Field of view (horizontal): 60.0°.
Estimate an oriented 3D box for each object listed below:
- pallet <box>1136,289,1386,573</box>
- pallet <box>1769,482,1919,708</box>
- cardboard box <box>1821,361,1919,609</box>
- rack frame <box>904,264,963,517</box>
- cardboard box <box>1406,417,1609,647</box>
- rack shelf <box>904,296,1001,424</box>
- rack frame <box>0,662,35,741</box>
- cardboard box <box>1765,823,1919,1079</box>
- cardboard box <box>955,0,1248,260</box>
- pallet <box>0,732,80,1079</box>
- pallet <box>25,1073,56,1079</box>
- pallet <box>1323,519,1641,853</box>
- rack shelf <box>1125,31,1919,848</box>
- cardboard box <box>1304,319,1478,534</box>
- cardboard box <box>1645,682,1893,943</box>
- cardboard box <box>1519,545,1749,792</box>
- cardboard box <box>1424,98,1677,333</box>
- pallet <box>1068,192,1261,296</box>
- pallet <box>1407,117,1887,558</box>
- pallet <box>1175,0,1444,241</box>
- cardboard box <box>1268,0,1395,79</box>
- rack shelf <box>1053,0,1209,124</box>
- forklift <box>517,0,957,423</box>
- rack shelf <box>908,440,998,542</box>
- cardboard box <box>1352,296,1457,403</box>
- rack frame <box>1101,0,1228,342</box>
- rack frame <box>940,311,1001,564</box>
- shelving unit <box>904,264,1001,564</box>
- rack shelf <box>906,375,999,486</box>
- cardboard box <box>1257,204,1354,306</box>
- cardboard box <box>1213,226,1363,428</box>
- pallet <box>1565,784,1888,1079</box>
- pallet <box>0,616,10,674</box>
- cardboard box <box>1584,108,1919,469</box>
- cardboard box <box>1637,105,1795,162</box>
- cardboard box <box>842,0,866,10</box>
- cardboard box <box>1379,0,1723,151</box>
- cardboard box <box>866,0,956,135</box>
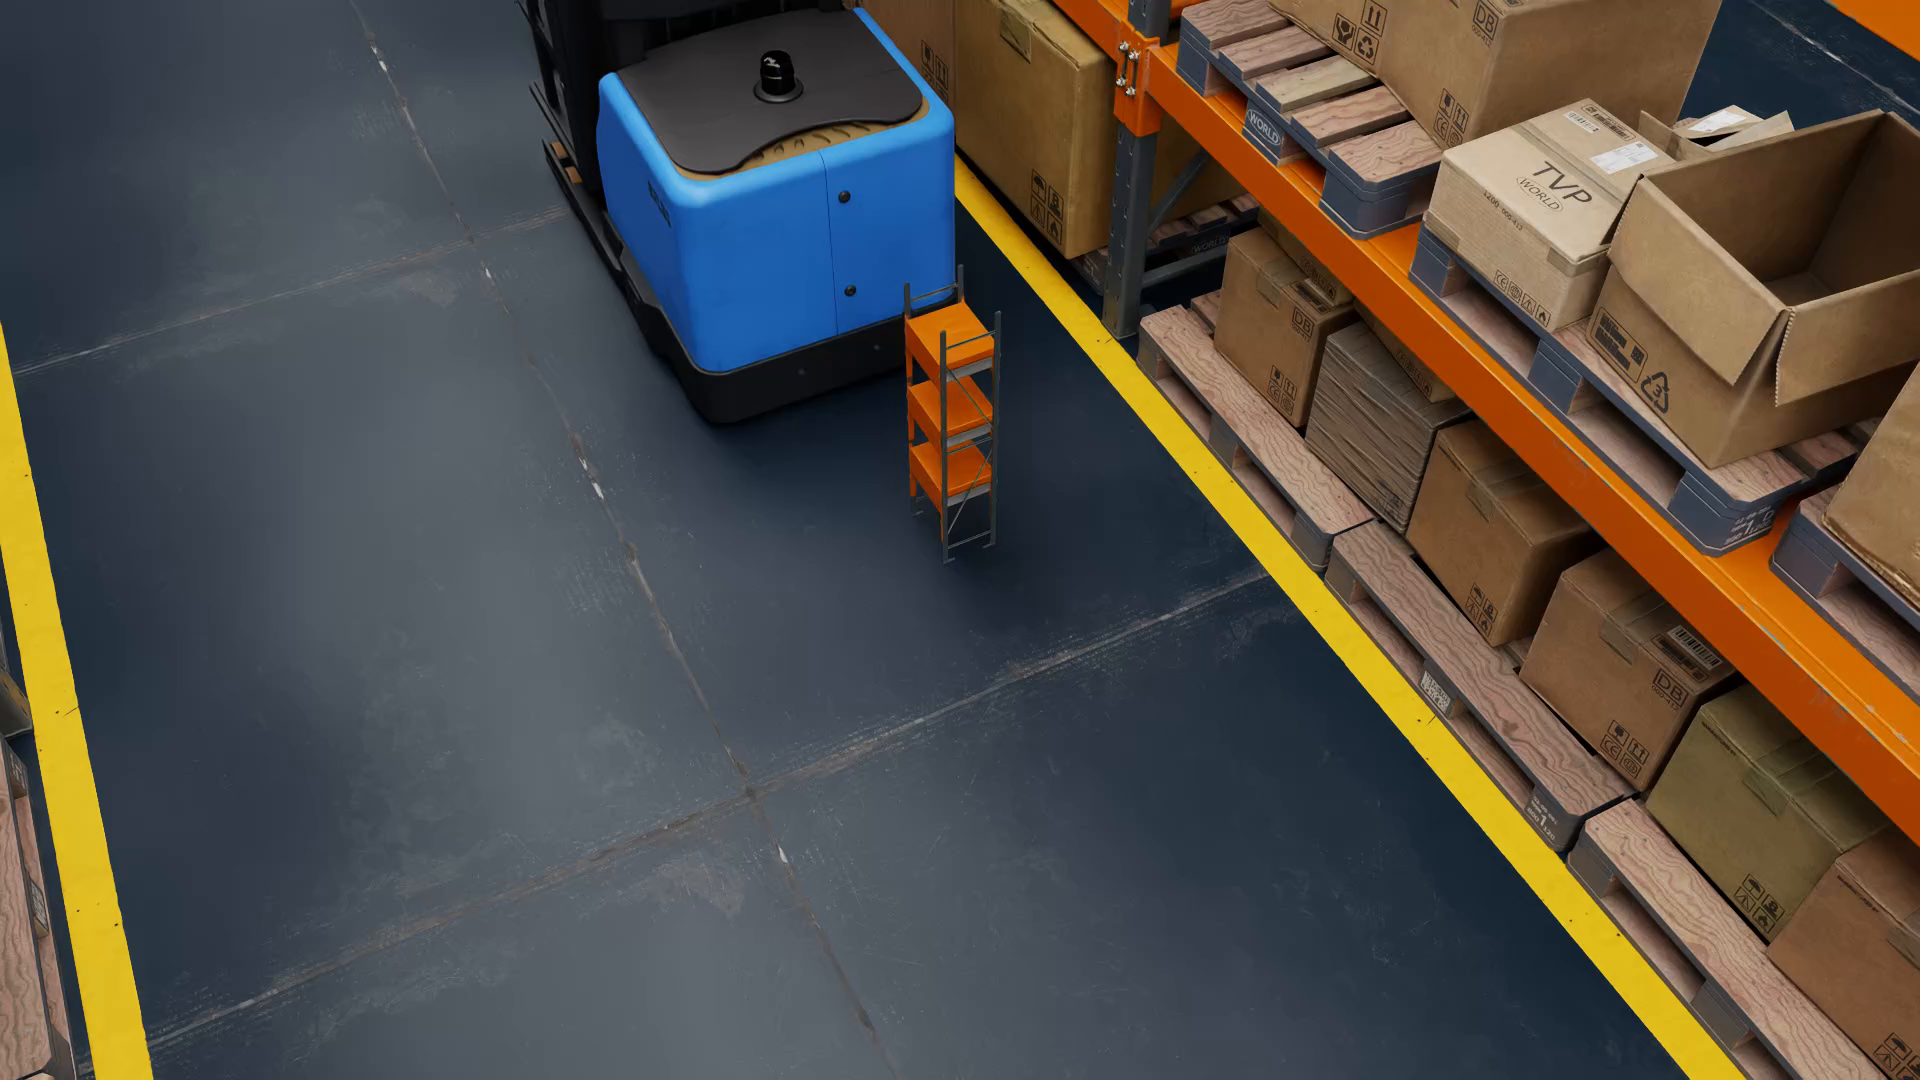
[{"bbox_3d":[1.379,-0.523,6.067,1.003,0.211,1.213,-21,52,-18],"label":"pallet"},{"bbox_3d":[2.633,0.215,3.697,1.003,0.211,1.213,-21,52,-18],"label":"pallet"},{"bbox_3d":[2.614,-0.203,3.257,1.000,1.000,1.000,-21,52,-17],"label":"cardboard box"},{"bbox_3d":[-0.080,-0.463,5.458,0.200,1.050,0.008,-21,52,-18],"label":"rack frame"},{"bbox_3d":[1.878,-0.101,5.214,0.700,0.500,0.500,-17,51,-15],"label":"cardboard box"},{"bbox_3d":[-0.024,-0.561,5.181,0.215,0.259,0.240,-21,52,-18],"label":"rack shelf"},{"bbox_3d":[-3.381,-0.258,3.983,1.000,3.000,0.127,-21,52,-18],"label":"rack frame"},{"bbox_3d":[2.591,0.973,4.275,0.700,0.500,0.500,-25,53,-20],"label":"cardboard box"},{"bbox_3d":[0.725,-1.872,6.527,1.225,0.875,0.875,-23,53,-19],"label":"cardboard box"},{"bbox_3d":[-3.061,1.192,4.567,1.003,0.211,1.213,-21,52,-18],"label":"pallet"},{"bbox_3d":[-2.507,2.007,3.854,1.003,0.211,1.213,-21,52,-18],"label":"pallet"},{"bbox_3d":[1.933,0.293,5.354,1.003,0.211,1.213,-21,52,-18],"label":"pallet"},{"bbox_3d":[1.938,-0.389,4.575,1.077,0.370,4.000,-21,52,-18],"label":"rack shelf"},{"bbox_3d":[1.612,-0.478,5.543,0.700,0.500,0.500,-25,53,-20],"label":"cardboard box"},{"bbox_3d":[2.390,0.647,4.560,0.700,0.500,0.500,-21,52,-18],"label":"cardboard box"},{"bbox_3d":[2.133,0.273,4.887,0.700,0.500,0.500,-25,53,-21],"label":"cardboard box"},{"bbox_3d":[1.585,-0.852,4.323,0.500,0.250,0.500,-23,53,-19],"label":"cardboard box"},{"bbox_3d":[0.729,-1.600,7.009,1.003,0.211,1.213,-21,52,-18],"label":"pallet"},{"bbox_3d":[1.965,-0.590,4.401,1.003,0.211,1.213,-21,52,-18],"label":"pallet"},{"bbox_3d":[1.443,-1.461,5.162,1.213,0.211,1.003,-21,52,-18],"label":"pallet"},{"bbox_3d":[1.305,-1.788,4.975,0.500,0.500,0.500,-27,54,-22],"label":"cardboard box"},{"bbox_3d":[0.107,-3.066,6.917,1.077,0.370,4.000,-21,52,-18],"label":"rack shelf"},{"bbox_3d":[-1.110,-2.508,5.997,1.130,2.935,3.031,-21,52,-17],"label":"forklift"},{"bbox_3d":[-0.024,-0.192,5.603,0.215,0.259,0.240,-21,52,-18],"label":"rack shelf"},{"bbox_3d":[1.608,-0.743,5.277,0.500,0.250,0.500,-16,51,-13],"label":"cardboard box"},{"bbox_3d":[1.023,-1.964,5.475,1.000,3.000,0.127,-21,52,-18],"label":"rack frame"},{"bbox_3d":[0.031,-0.300,5.315,0.200,1.050,0.008,-21,52,-18],"label":"rack frame"},{"bbox_3d":[-0.024,-0.381,5.386,0.215,1.050,0.252,-21,52,-18],"label":"shelving unit"},{"bbox_3d":[-0.024,-0.374,5.394,0.215,0.259,0.240,-21,52,-18],"label":"rack shelf"},{"bbox_3d":[1.356,-1.095,5.585,0.500,0.250,0.500,-19,52,-16],"label":"cardboard box"},{"bbox_3d":[1.347,-0.844,5.864,0.700,0.500,0.500,-24,53,-19],"label":"cardboard box"},{"bbox_3d":[2.495,1.111,4.638,1.003,0.211,1.213,-21,52,-18],"label":"pallet"},{"bbox_3d":[-3.779,0.147,5.482,1.003,0.211,1.213,-21,52,-18],"label":"pallet"},{"bbox_3d":[1.978,-0.588,3.924,0.797,0.503,0.637,-16,51,-14],"label":"cardboard box"},{"bbox_3d":[2.026,-1.035,4.473,0.396,0.266,0.258,-23,53,-19],"label":"cardboard box"},{"bbox_3d":[-0.088,-3.061,7.567,1.225,0.875,0.875,-23,53,-19],"label":"cardboard box"},{"bbox_3d":[1.650,-1.448,4.679,0.700,0.500,0.500,-14,50,-12],"label":"cardboard box"},{"bbox_3d":[0.324,-2.471,7.051,1.225,0.875,0.875,-21,52,-17],"label":"cardboard box"}]
